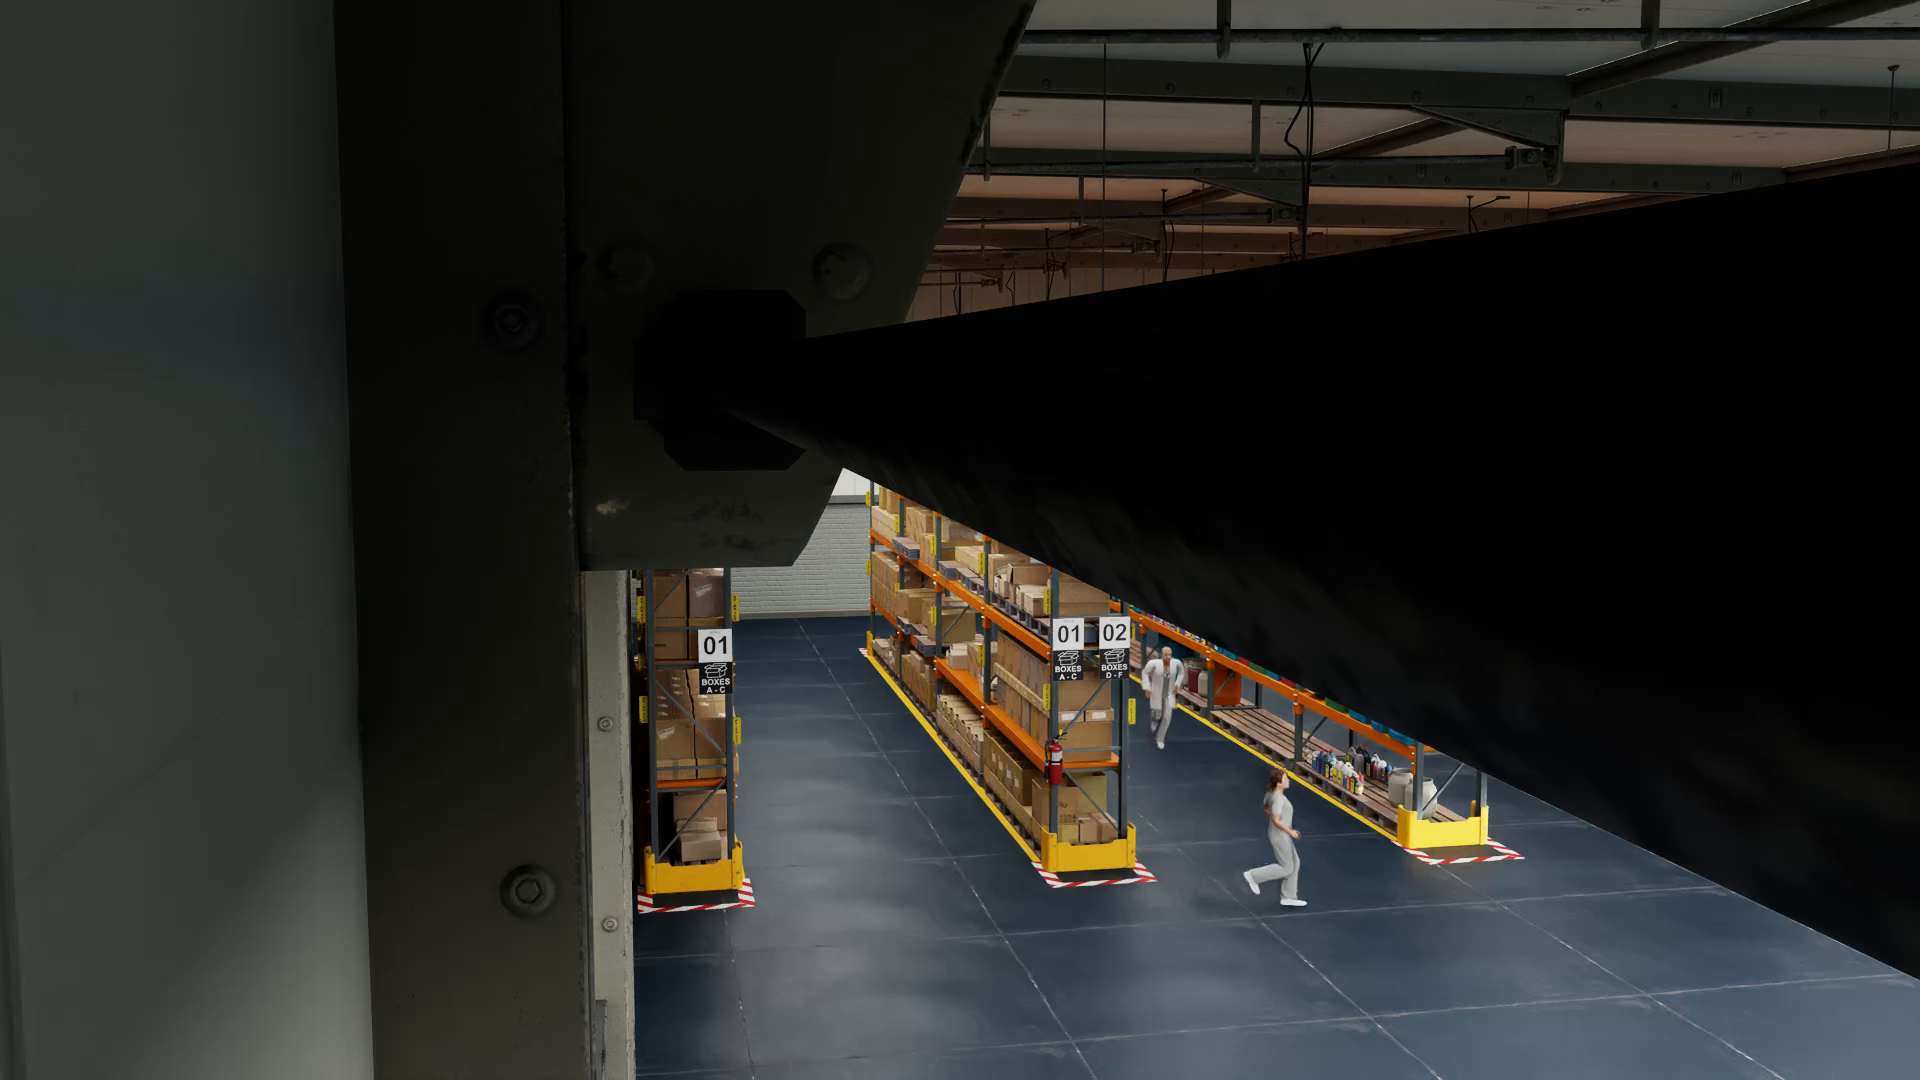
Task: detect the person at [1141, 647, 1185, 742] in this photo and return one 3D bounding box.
[{"bbox_3d":[5.066,4.266,11.787,6.090,1.700,33.063,-1,6,-10],"label":"person"}]

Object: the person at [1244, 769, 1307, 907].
[{"bbox_3d":[3.707,3.496,19.508,0.746,1.633,0.573,0,6,2],"label":"person"}]
